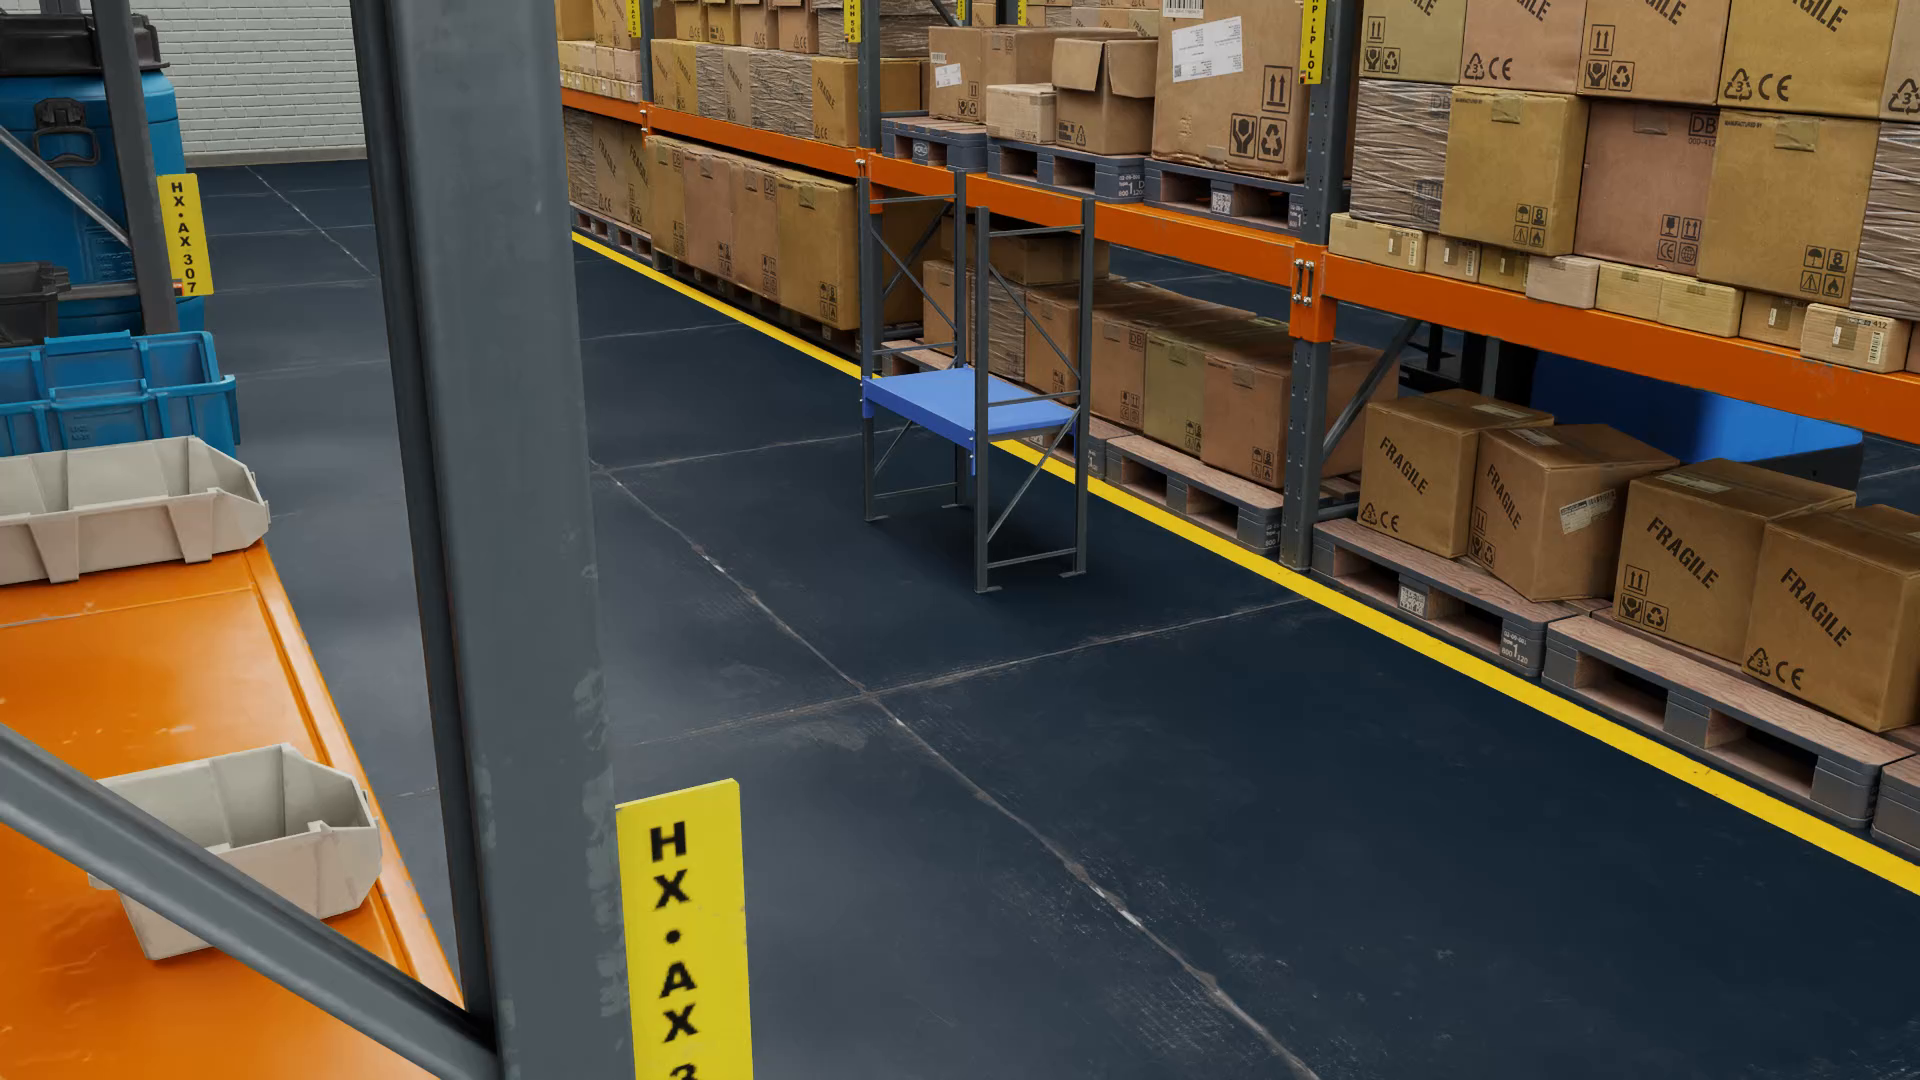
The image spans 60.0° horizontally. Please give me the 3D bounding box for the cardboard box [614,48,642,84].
[{"bbox_3d":[-2.462,-3.828,13.401,0.500,0.250,0.500,-10,22,-28],"label":"cardboard box"}]

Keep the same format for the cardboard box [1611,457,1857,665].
[{"bbox_3d":[2.574,0.057,5.555,0.500,0.500,0.500,-12,22,-31],"label":"cardboard box"}]

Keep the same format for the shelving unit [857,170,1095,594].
[{"bbox_3d":[0.041,-0.684,6.816,0.538,1.500,1.048,-10,21,-27],"label":"shelving unit"}]

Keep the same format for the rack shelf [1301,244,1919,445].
[{"bbox_3d":[2.727,-0.462,4.974,1.077,0.370,4.000,-10,21,-27],"label":"rack shelf"}]

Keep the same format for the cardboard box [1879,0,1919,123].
[{"bbox_3d":[2.720,-1.294,4.142,0.500,0.500,0.500,-10,21,-27],"label":"cardboard box"}]

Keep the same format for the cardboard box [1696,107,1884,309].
[{"bbox_3d":[2.670,-0.998,4.817,0.875,0.500,0.500,-10,21,-27],"label":"cardboard box"}]

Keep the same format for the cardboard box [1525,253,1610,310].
[{"bbox_3d":[2.074,-0.859,5.408,0.380,0.149,0.250,-10,21,-27],"label":"cardboard box"}]

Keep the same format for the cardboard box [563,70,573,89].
[{"bbox_3d":[-3.311,-4.108,14.822,0.380,0.149,0.250,-11,22,-28],"label":"cardboard box"}]

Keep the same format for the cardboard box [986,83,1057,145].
[{"bbox_3d":[0.471,-2.135,8.307,0.500,0.250,0.500,-11,22,-28],"label":"cardboard box"}]

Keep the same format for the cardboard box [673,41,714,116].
[{"bbox_3d":[-1.784,-3.405,12.247,0.500,0.500,0.500,-10,21,-27],"label":"cardboard box"}]

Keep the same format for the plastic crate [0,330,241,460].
[{"bbox_3d":[-1.817,-0.263,3.523,0.499,0.251,0.616,-10,21,-27],"label":"plastic crate"}]

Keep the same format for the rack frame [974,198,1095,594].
[{"bbox_3d":[0.282,-0.539,6.393,0.500,1.500,0.032,-10,21,-27],"label":"rack frame"}]

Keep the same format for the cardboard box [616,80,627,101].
[{"bbox_3d":[-2.578,-3.665,13.538,0.380,0.149,0.250,-10,21,-26],"label":"cardboard box"}]

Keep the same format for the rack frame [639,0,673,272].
[{"bbox_3d":[-2.022,-3.673,13.176,1.000,3.000,0.127,-10,21,-27],"label":"rack frame"}]

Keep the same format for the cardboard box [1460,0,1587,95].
[{"bbox_3d":[2.006,-1.725,5.389,0.500,0.500,0.500,-10,21,-27],"label":"cardboard box"}]

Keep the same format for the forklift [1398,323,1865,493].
[{"bbox_3d":[2.993,-1.906,8.162,1.130,2.935,3.031,-9,21,-23],"label":"forklift"}]

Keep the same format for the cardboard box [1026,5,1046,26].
[{"bbox_3d":[0.960,-5.284,17.237,0.500,0.500,0.500,-10,21,-26],"label":"cardboard box"}]

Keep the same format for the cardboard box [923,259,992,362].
[{"bbox_3d":[0.213,-1.361,9.636,0.700,0.500,0.500,-11,22,-30],"label":"cardboard box"}]

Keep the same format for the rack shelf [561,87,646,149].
[{"bbox_3d":[-2.971,-3.907,14.957,1.077,0.370,4.000,-10,21,-27],"label":"rack shelf"}]

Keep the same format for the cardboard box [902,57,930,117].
[{"bbox_3d":[-0.114,-2.753,10.358,0.500,0.500,0.500,-9,21,-25],"label":"cardboard box"}]

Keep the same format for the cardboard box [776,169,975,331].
[{"bbox_3d":[-0.432,-1.920,10.710,1.225,0.875,0.875,-11,22,-29],"label":"cardboard box"}]

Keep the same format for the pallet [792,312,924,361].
[{"bbox_3d":[-0.430,-1.444,10.993,1.003,0.211,1.213,-10,21,-27],"label":"pallet"}]

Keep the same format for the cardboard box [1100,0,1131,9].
[{"bbox_3d":[1.680,-5.313,15.788,0.500,0.500,0.500,-11,22,-28],"label":"cardboard box"}]

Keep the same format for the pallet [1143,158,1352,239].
[{"bbox_3d":[1.542,-1.527,7.253,1.003,0.211,1.213,-10,21,-27],"label":"pallet"}]

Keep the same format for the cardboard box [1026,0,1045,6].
[{"bbox_3d":[0.944,-5.754,17.066,0.500,0.500,0.500,-11,22,-28],"label":"cardboard box"}]

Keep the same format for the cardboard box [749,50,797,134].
[{"bbox_3d":[-1.056,-2.967,10.979,0.500,0.500,0.500,-11,22,-28],"label":"cardboard box"}]

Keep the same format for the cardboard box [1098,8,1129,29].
[{"bbox_3d":[1.667,-4.844,15.962,0.500,0.500,0.500,-11,22,-28],"label":"cardboard box"}]

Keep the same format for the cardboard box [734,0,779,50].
[{"bbox_3d":[-1.087,-3.637,11.382,0.797,0.503,0.637,-9,21,-25],"label":"cardboard box"}]

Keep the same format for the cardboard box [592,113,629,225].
[{"bbox_3d":[-2.692,-3.327,14.788,0.875,0.875,0.875,-10,21,-27],"label":"cardboard box"}]

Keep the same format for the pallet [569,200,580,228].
[{"bbox_3d":[-3.473,-3.285,16.328,1.003,0.211,1.213,-10,21,-27],"label":"pallet"}]

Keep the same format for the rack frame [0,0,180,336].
[{"bbox_3d":[-2.582,-0.609,4.297,1.000,3.000,0.127,-10,21,-27],"label":"rack frame"}]

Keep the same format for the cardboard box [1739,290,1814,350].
[{"bbox_3d":[2.497,-0.656,4.818,0.380,0.149,0.250,-10,21,-27],"label":"cardboard box"}]

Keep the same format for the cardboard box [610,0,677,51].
[{"bbox_3d":[-2.475,-4.187,13.292,0.500,0.500,0.500,-9,21,-25],"label":"cardboard box"}]

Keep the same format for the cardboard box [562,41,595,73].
[{"bbox_3d":[-3.190,-4.269,14.678,0.500,0.250,0.500,-10,22,-28],"label":"cardboard box"}]

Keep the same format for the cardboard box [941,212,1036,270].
[{"bbox_3d":[0.222,-1.717,9.518,0.500,0.250,0.500,-9,21,-24],"label":"cardboard box"}]

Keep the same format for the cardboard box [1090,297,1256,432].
[{"bbox_3d":[1.029,-0.882,8.248,0.700,0.500,0.500,-12,22,-31],"label":"cardboard box"}]

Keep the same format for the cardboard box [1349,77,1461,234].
[{"bbox_3d":[1.936,-1.425,6.054,0.875,0.500,0.500,-10,21,-27],"label":"cardboard box"}]

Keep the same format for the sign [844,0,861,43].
[{"bbox_3d":[-0.609,-2.985,9.408,0.100,0.325,0.005,-10,21,-27],"label":"sign"}]

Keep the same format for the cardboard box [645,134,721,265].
[{"bbox_3d":[-1.700,-2.686,12.931,1.225,0.875,0.875,-10,21,-26],"label":"cardboard box"}]

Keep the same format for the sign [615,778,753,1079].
[{"bbox_3d":[-0.196,0.325,1.168,0.100,0.325,0.005,-10,21,-27],"label":"sign"}]

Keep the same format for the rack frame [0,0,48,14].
[{"bbox_3d":[-8.280,-4.054,14.280,1.000,3.000,0.127,-10,21,-27],"label":"rack frame"}]

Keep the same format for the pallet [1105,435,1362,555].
[{"bbox_3d":[1.406,-0.281,7.622,1.003,0.211,1.213,-10,21,-27],"label":"pallet"}]

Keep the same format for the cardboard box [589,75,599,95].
[{"bbox_3d":[-2.944,-3.886,14.180,0.380,0.149,0.250,-10,21,-26],"label":"cardboard box"}]

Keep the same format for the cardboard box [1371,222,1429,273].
[{"bbox_3d":[1.722,-1.075,6.034,0.380,0.149,0.250,-10,21,-27],"label":"cardboard box"}]

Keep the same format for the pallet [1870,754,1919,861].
[{"bbox_3d":[3.286,0.830,4.403,1.003,0.211,1.213,-10,21,-27],"label":"pallet"}]
